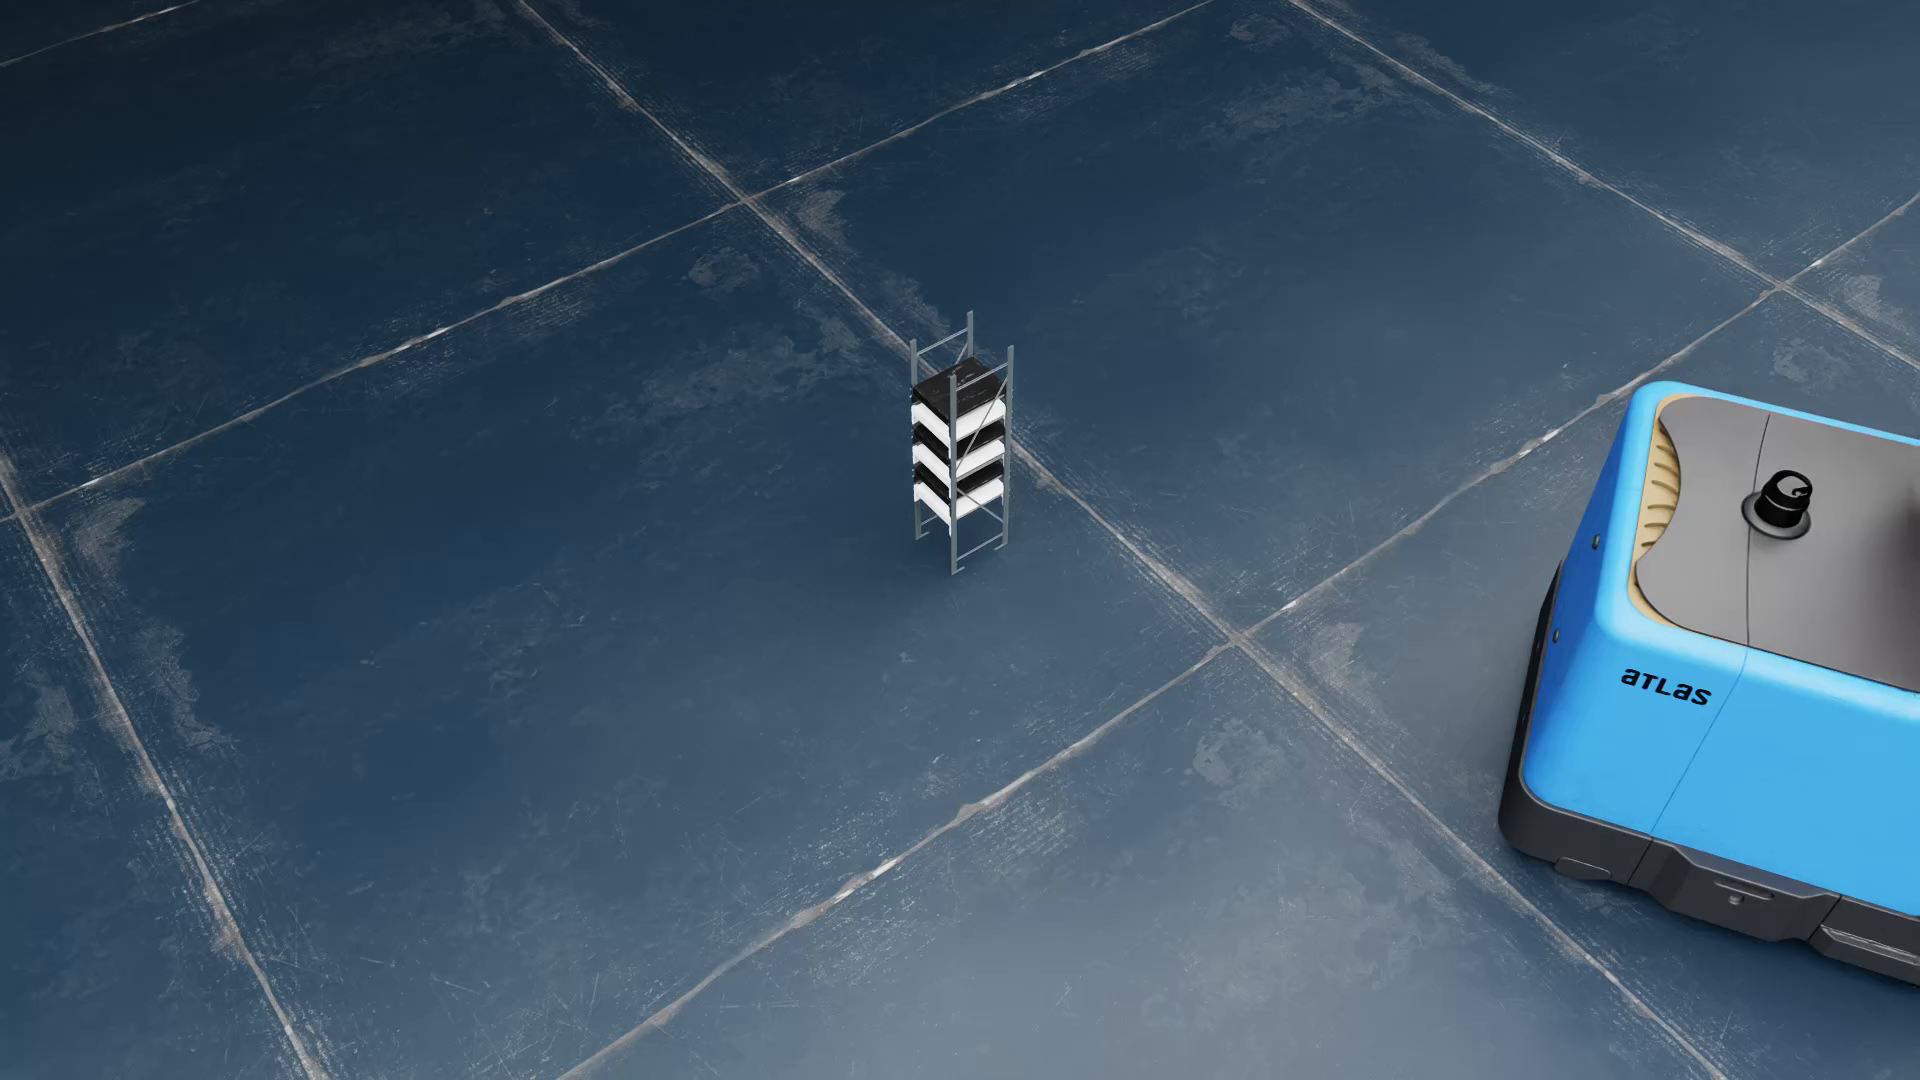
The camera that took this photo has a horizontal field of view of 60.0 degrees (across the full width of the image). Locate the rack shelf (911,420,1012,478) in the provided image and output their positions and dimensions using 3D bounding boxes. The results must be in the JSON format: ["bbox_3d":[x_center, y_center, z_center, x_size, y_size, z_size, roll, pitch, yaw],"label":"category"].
[{"bbox_3d":[0.005,-0.336,5.370,0.258,0.077,0.200,-29,54,-24],"label":"rack shelf"}]

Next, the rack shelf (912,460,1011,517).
[{"bbox_3d":[0.005,-0.215,5.504,0.258,0.077,0.200,-29,54,-24],"label":"rack shelf"}]

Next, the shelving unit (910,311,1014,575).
[{"bbox_3d":[0.005,-0.297,5.412,0.258,0.900,0.210,-29,54,-24],"label":"shelving unit"}]

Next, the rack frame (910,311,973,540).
[{"bbox_3d":[-0.057,-0.357,5.467,0.240,0.900,0.006,-29,54,-24],"label":"rack frame"}]

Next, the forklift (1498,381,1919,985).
[{"bbox_3d":[3.155,-0.003,3.774,3.031,2.935,1.130,16,50,14],"label":"forklift"}]

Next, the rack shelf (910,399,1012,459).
[{"bbox_3d":[0.005,-0.396,5.304,0.258,0.077,0.200,-29,54,-24],"label":"rack shelf"}]

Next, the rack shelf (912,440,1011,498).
[{"bbox_3d":[0.005,-0.275,5.437,0.258,0.077,0.200,-29,54,-24],"label":"rack shelf"}]

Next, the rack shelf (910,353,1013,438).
[{"bbox_3d":[0.005,-0.456,5.237,0.258,0.077,0.200,-29,54,-24],"label":"rack shelf"}]

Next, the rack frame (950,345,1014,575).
[{"bbox_3d":[0.066,-0.237,5.358,0.240,0.900,0.006,-29,54,-24],"label":"rack frame"}]

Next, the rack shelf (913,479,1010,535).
[{"bbox_3d":[0.005,-0.154,5.570,0.258,0.077,0.200,-29,54,-24],"label":"rack shelf"}]
